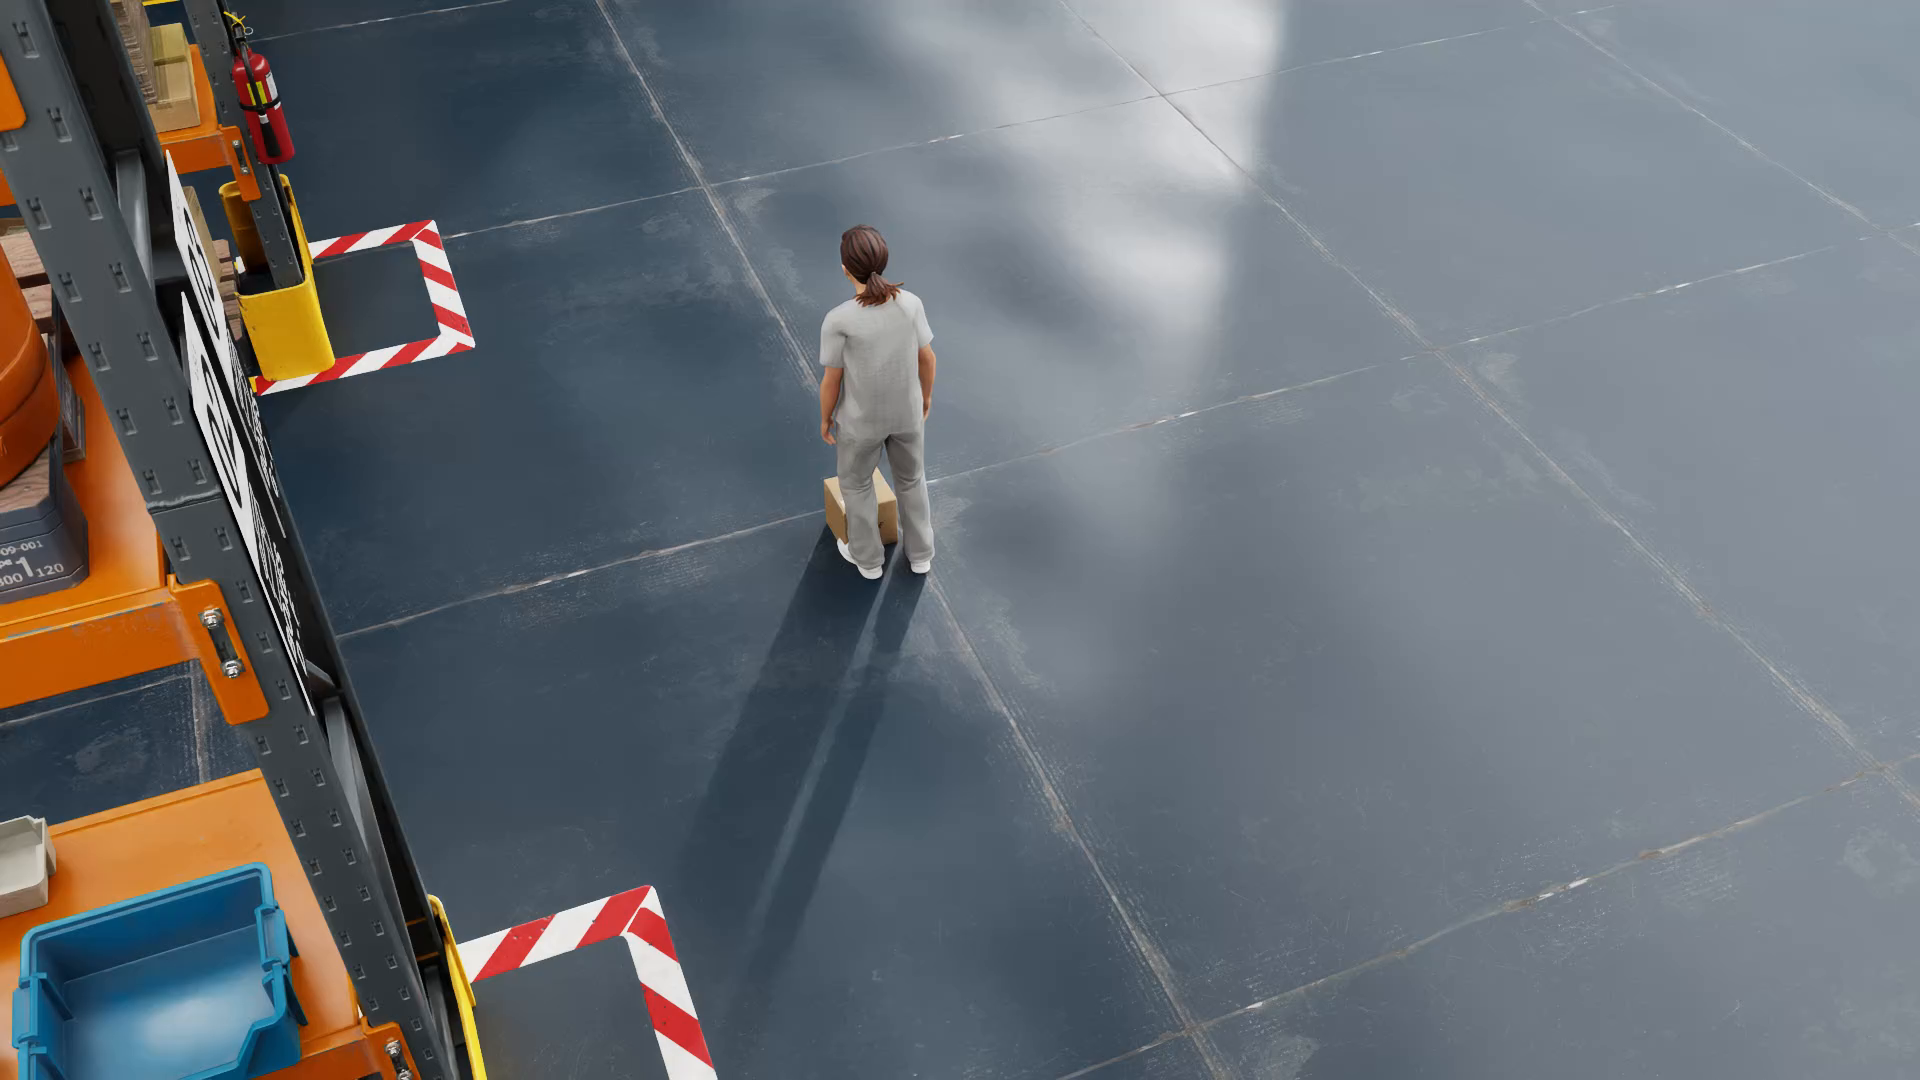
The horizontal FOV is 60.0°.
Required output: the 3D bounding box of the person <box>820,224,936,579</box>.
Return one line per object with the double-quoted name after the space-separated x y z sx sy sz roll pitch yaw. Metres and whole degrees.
-0.342 -0.525 6.746 0.486 1.673 0.406 -15 44 -16 "person"
